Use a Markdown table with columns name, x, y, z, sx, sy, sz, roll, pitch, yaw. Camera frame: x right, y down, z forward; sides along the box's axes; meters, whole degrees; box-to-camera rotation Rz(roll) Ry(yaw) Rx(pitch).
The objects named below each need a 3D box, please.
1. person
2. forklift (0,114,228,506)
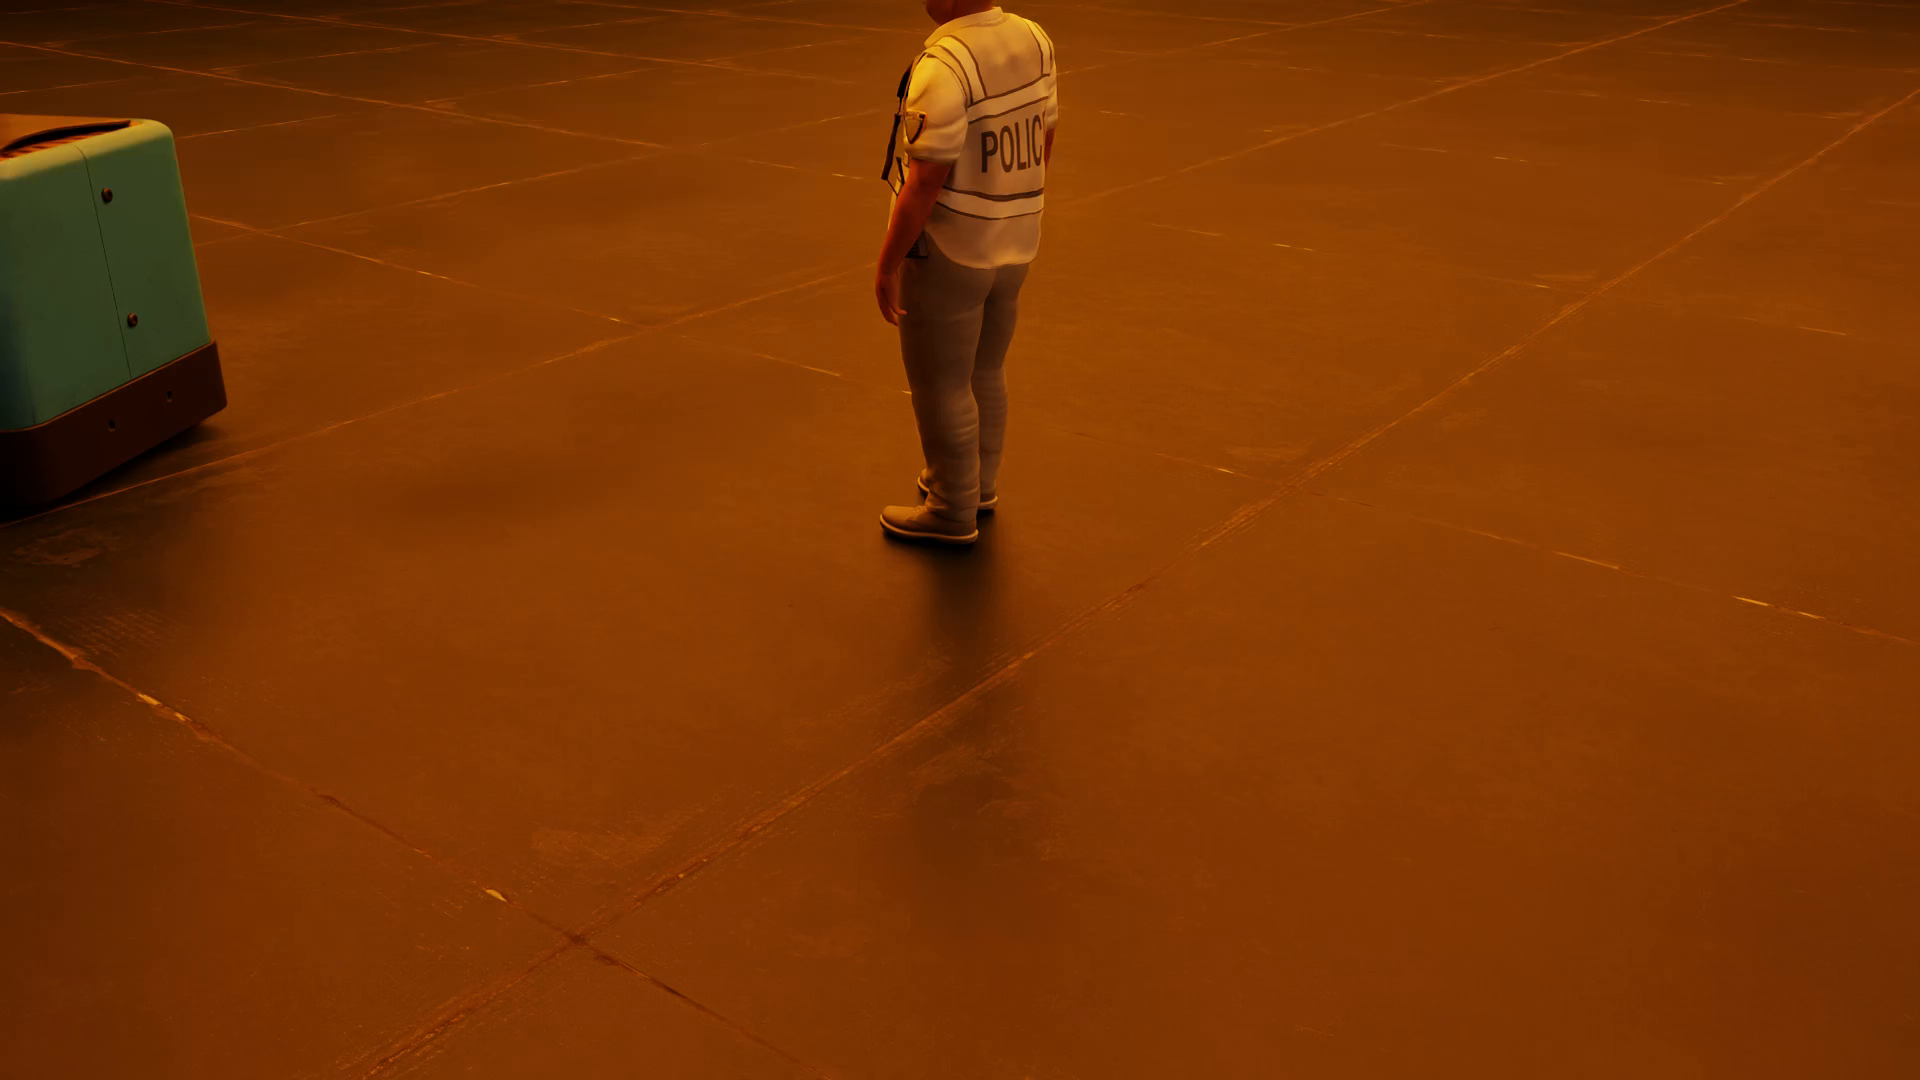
| name | x | y | z | sx | sy | sz | roll | pitch | yaw |
| --- | --- | --- | --- | --- | --- | --- | --- | --- | --- |
| person | -0.054 | -0.845 | 4.709 | 0.575 | 1.778 | 0.640 | 17 | 29 | 34 |
| forklift | -4.183 | -1.690 | 5.226 | 3.031 | 2.935 | 1.130 | 4 | 24 | 10 |
